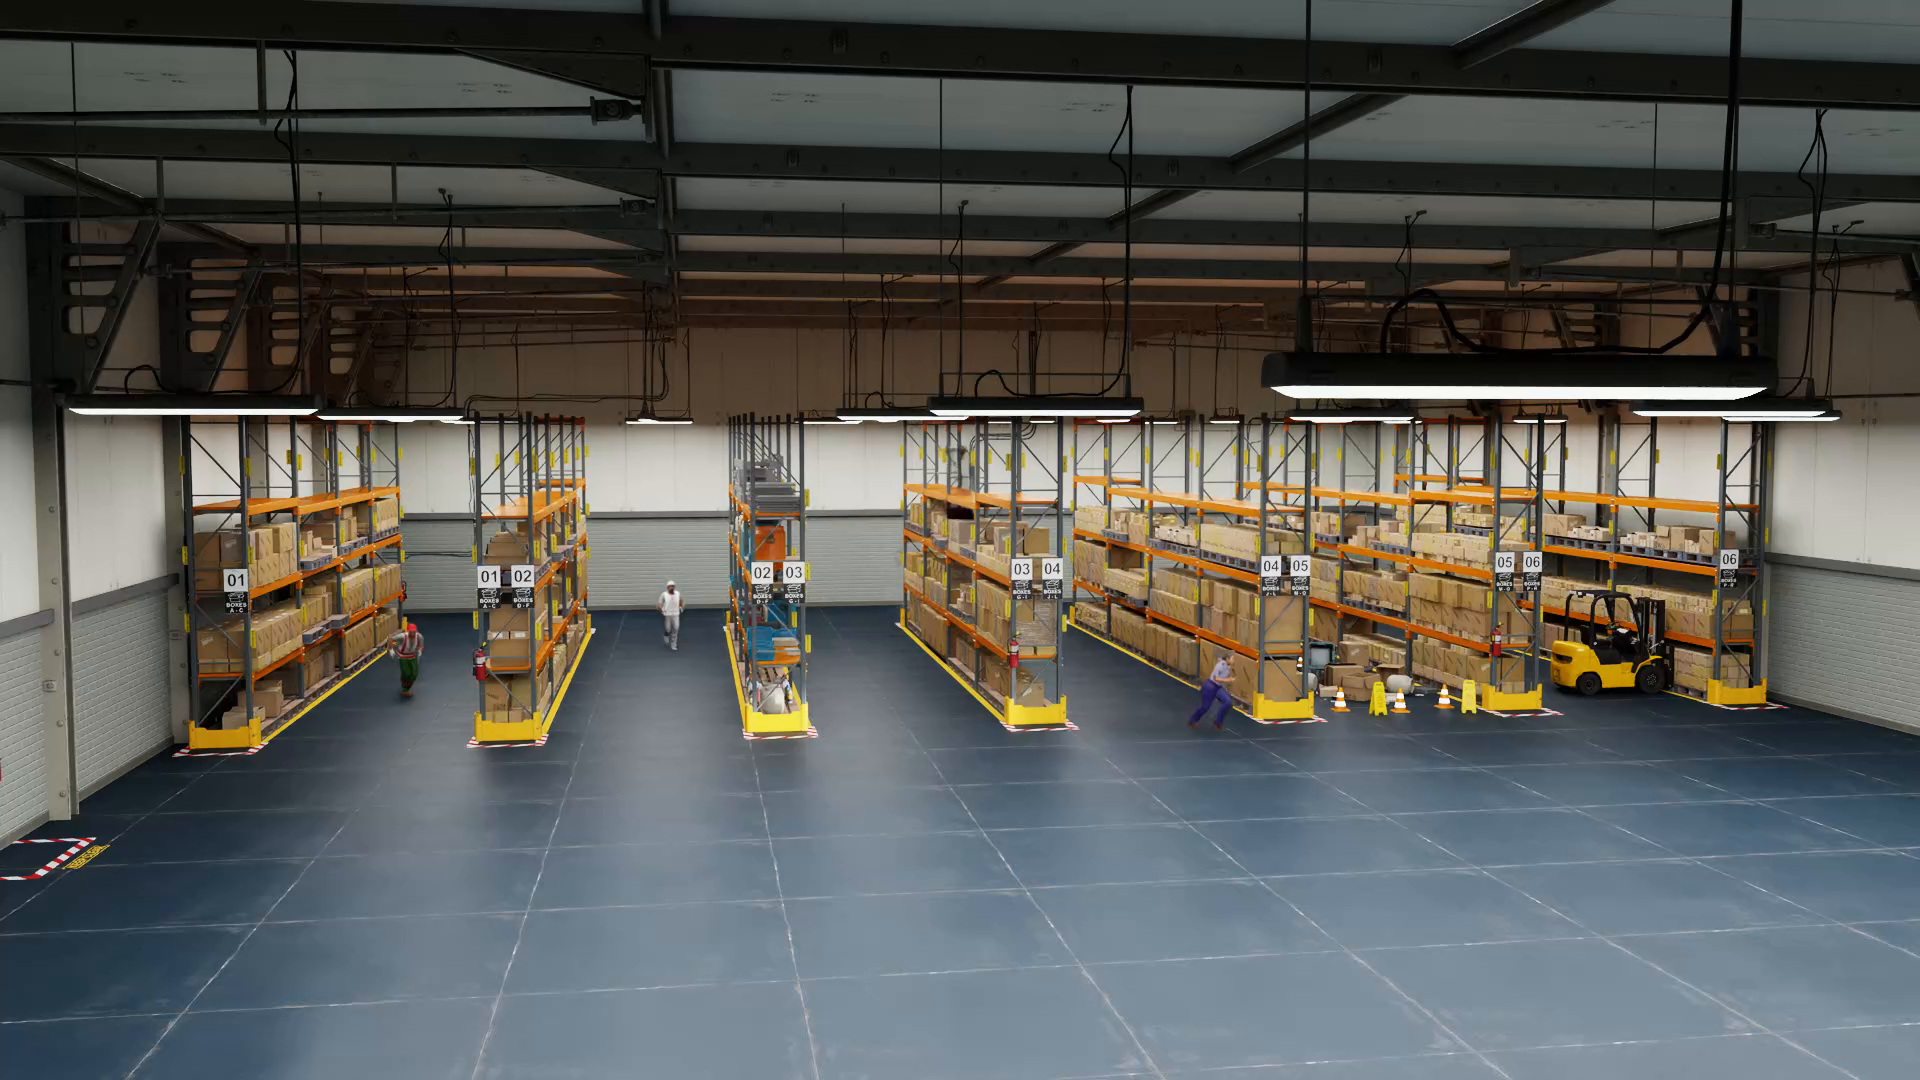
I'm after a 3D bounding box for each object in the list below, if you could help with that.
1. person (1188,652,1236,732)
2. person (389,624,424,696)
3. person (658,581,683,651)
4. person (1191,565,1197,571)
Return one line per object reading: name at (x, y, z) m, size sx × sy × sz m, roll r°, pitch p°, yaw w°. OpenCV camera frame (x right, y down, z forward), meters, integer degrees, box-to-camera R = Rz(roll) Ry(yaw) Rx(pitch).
person at (4.764, 2.863, 31.291) m, size 0.954 × 1.561 × 0.645 m, roll 2°, pitch 4°, yaw 29°
person at (-11.706, 2.541, 35.203) m, size 0.693 × 1.590 × 0.829 m, roll -3°, pitch 5°, yaw -36°
person at (-7.430, 1.939, 42.821) m, size 0.683 × 1.765 × 0.849 m, roll -1°, pitch 4°, yaw -21°
person at (7.241, 1.480, 50.514) m, size 0.877 × 1.652 × 0.562 m, roll 0°, pitch 4°, yaw -6°
